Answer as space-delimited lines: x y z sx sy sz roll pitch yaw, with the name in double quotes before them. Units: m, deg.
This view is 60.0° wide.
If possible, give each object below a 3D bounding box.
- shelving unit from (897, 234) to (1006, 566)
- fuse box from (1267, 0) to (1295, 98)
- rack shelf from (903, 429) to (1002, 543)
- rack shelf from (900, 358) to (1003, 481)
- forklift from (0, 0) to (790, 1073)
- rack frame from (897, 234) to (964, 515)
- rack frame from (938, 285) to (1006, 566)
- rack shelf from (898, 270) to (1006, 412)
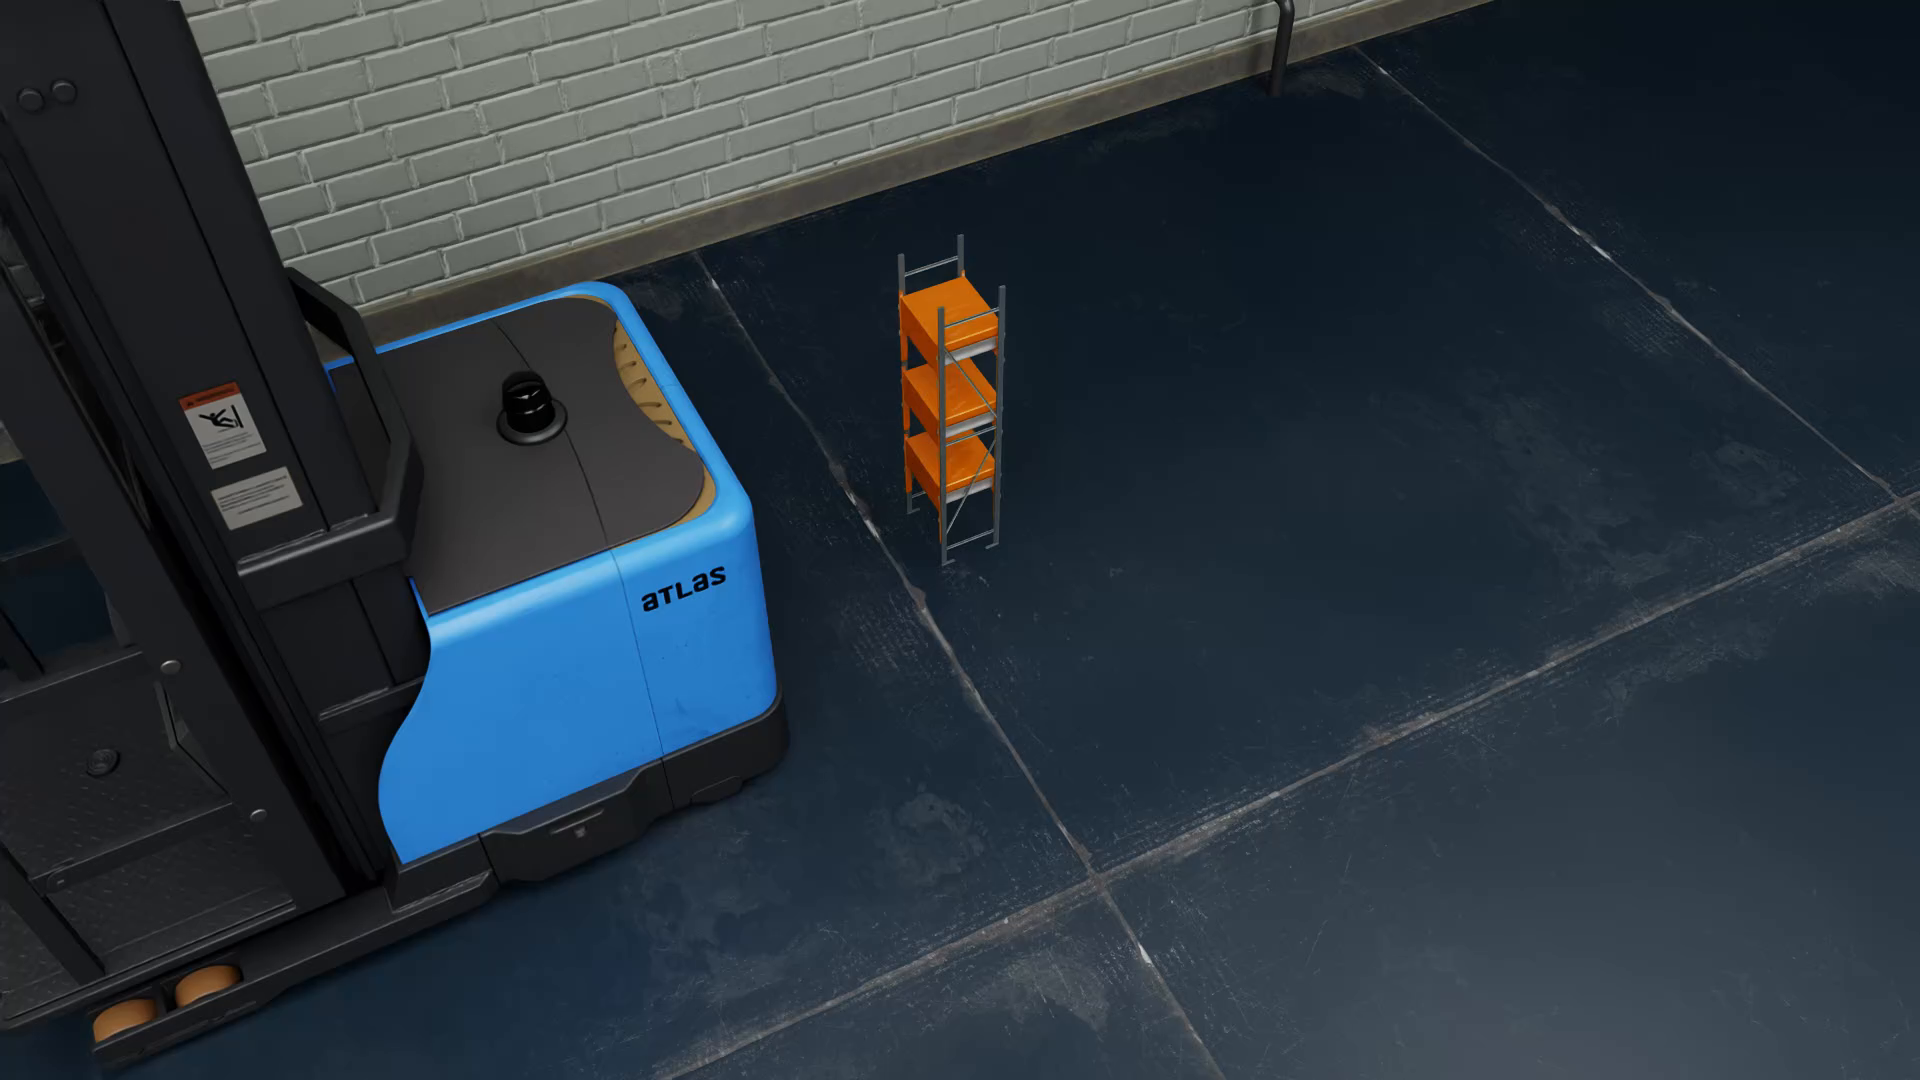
"shelving unit" -0.024 -0.381 4.886 0.215 1.050 0.252 -21 52 -18
"fuse box" 1.333 -2.395 6.208 0.539 1.711 0.414 -21 52 -18
"rack shelf" -0.024 -0.192 5.103 0.215 0.259 0.240 -21 52 -18
"rack shelf" -0.024 -0.374 4.894 0.215 0.259 0.240 -21 52 -18
"forklift" -2.024 -0.134 3.420 3.031 2.935 1.130 -22 52 -18
"rack frame" -0.080 -0.463 4.958 0.200 1.050 0.008 -21 52 -18
"rack frame" 0.031 -0.300 4.815 0.200 1.050 0.008 -21 52 -18
"rack shelf" -0.024 -0.561 4.681 0.215 0.259 0.240 -21 52 -18
